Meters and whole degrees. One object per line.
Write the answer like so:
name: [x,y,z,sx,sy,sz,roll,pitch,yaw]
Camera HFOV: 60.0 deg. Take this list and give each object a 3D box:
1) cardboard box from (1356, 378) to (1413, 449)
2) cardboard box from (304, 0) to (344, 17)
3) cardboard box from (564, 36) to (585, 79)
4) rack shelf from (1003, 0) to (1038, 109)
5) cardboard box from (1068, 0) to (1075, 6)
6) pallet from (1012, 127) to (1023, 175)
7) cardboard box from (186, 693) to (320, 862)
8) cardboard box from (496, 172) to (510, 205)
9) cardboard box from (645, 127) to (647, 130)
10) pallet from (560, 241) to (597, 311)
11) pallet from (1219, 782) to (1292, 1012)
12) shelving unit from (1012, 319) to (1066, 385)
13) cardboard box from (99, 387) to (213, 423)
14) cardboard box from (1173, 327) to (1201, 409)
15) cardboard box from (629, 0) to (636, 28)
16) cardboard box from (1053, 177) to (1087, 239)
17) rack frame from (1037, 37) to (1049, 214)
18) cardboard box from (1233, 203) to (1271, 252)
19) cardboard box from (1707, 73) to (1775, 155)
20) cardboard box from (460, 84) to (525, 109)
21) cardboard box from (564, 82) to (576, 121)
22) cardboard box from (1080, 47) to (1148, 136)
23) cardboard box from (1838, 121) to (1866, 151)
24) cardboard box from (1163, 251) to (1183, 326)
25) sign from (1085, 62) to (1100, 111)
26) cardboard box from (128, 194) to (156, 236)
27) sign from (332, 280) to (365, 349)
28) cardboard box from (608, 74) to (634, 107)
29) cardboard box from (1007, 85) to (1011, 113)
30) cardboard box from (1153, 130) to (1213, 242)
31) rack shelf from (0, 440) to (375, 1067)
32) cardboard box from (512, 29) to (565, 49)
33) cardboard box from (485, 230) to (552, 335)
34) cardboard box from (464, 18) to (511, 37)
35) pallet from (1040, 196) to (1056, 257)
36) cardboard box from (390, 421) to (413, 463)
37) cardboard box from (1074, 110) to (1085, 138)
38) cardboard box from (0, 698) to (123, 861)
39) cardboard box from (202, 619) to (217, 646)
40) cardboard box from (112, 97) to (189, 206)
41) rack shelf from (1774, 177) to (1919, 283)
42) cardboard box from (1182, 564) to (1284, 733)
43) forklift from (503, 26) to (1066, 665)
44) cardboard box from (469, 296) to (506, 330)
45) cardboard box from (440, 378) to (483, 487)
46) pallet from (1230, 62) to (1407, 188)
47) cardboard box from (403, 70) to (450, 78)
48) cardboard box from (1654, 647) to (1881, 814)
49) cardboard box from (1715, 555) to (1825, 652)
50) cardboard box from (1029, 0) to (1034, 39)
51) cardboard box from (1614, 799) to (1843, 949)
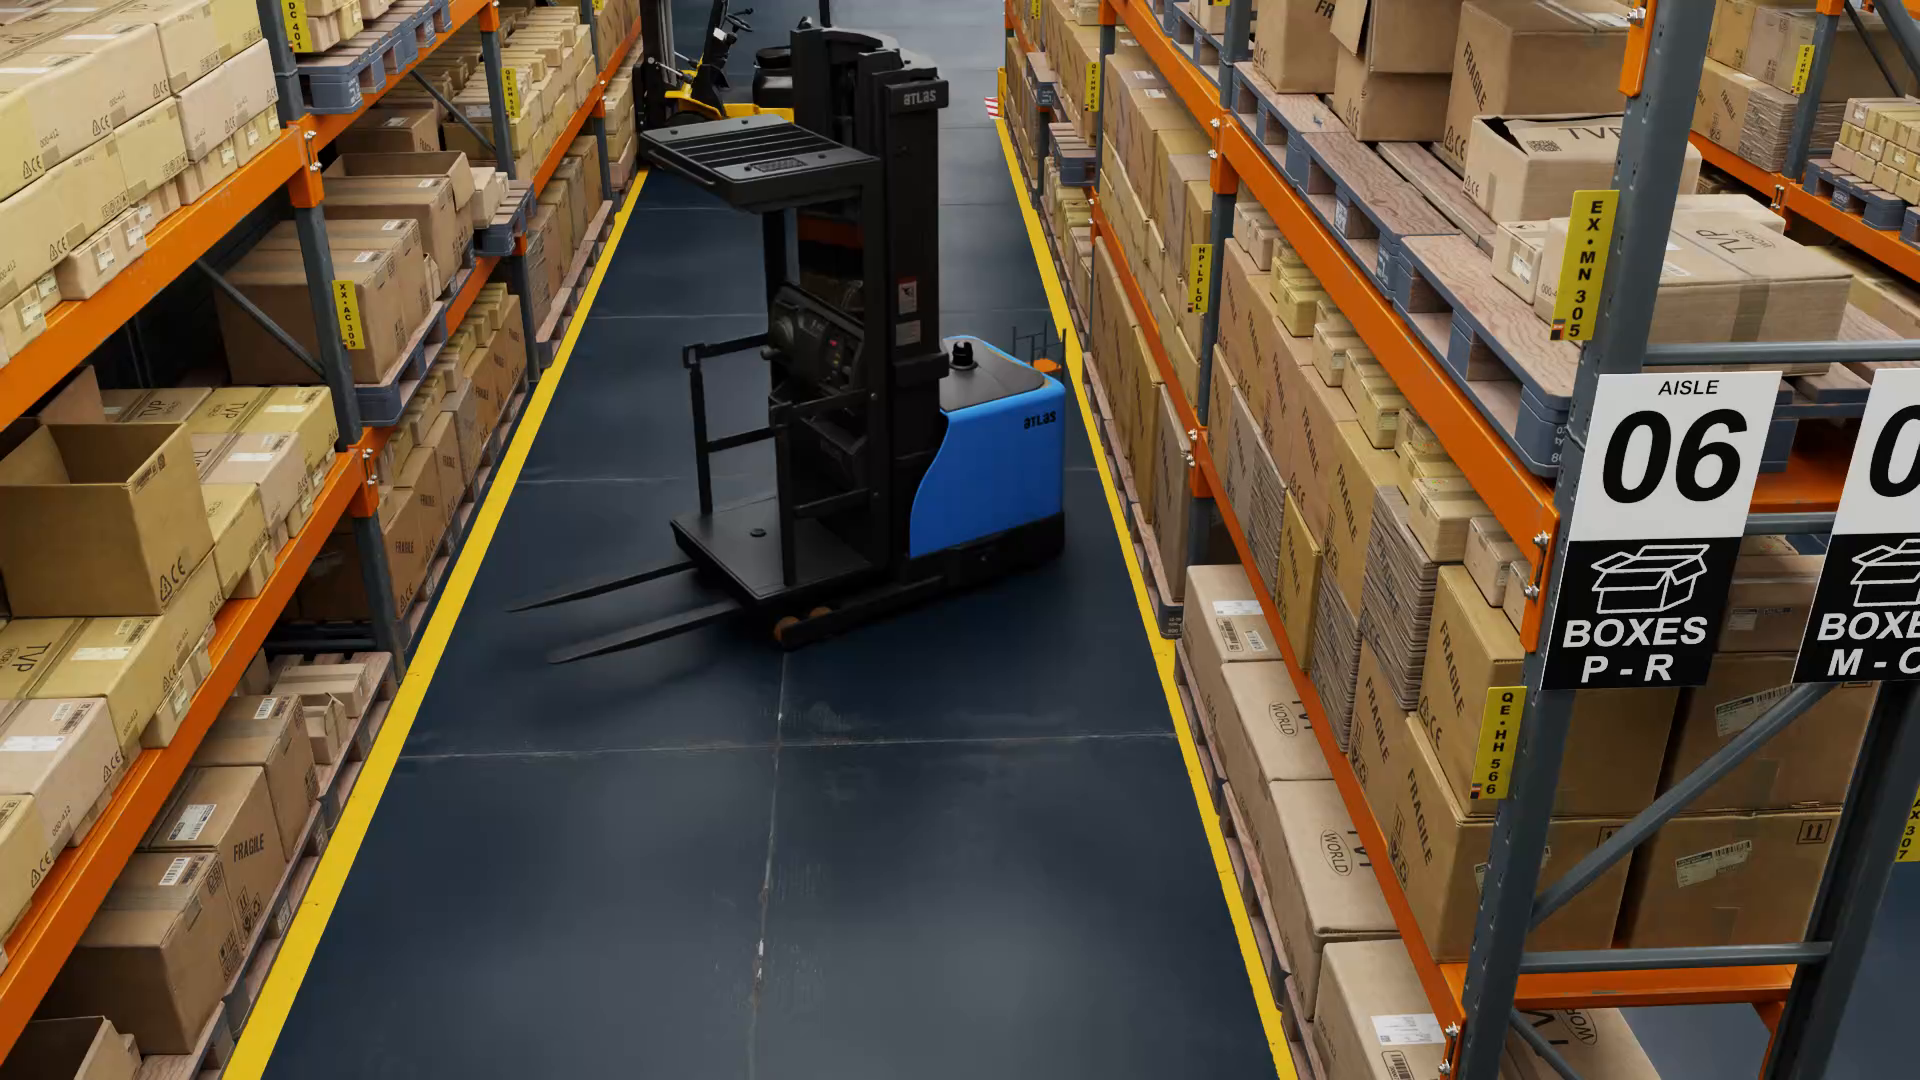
cardboard box: [1.514,-0.416,5.414,0.380,0.149,0.250,-1,28,-1]
cardboard box: [-2.889,-2.347,7.151,0.380,0.149,0.250,-1,28,-1]
cardboard box: [-3.414,-4.009,13.815,0.500,0.250,0.500,-2,28,-4]
rack shelf: [1.123,-5.038,16.945,1.077,0.370,4.000,-1,28,-3]
cardboard box: [1.059,-4.359,13.278,0.380,0.149,0.250,0,28,0]
pallet: [1.091,-4.071,17.328,1.003,0.211,1.213,-1,28,-3]
cardboard box: [-3.100,0.992,6.854,0.700,0.500,0.500,-2,28,-5]
cardboard box: [-3.103,-2.246,10.630,0.380,0.149,0.250,-1,28,-2]
cardboard box: [-3.515,-4.217,17.110,0.500,0.250,0.500,-1,28,-1]
pallet: [-3.585,-2.172,13.686,1.003,0.211,1.213,-1,28,-3]
pallet: [1.674,1.415,6.809,1.003,0.211,1.213,-1,28,-3]
shelving unit: [0.449,-0.682,9.757,0.258,1.200,0.189,-16,32,-29]
cardboard box: [-3.555,-0.448,7.206,0.500,0.250,0.500,-2,28,-3]
cardboard box: [1.370,-0.874,8.344,0.500,0.250,0.500,-2,28,-4]
cardboard box: [-3.605,-5.506,16.956,0.500,0.500,0.500,-2,28,-4]
cardboard box: [1.299,-2.881,14.417,0.950,0.372,0.625,0,28,1]
rack frame: [1.228,-4.434,15.007,1.000,3.000,0.127,-1,28,-3]
cardboard box: [1.403,-1.363,7.228,0.380,0.149,0.250,-2,28,-3]
cardboard box: [6.058,-3.229,12.589,0.500,0.500,0.500,-1,28,-3]
cardboard box: [-3.258,-3.074,11.592,0.380,0.149,0.250,-1,28,-2]
cardboard box: [-3.414,-3.557,13.489,0.500,0.250,0.500,-1,28,-2]
cardboard box: [1.135,-3.152,11.666,0.500,0.500,0.500,-2,28,-4]
cardboard box: [6.200,-2.731,11.239,0.380,0.149,0.250,0,28,0]
cardboard box: [1.346,-1.323,8.664,0.500,0.250,0.500,-1,28,-1]
sign: [0.895,-3.047,11.183,0.100,0.325,0.005,-1,28,-3]
cardboard box: [-2.970,-1.086,5.617,0.380,0.149,0.250,-1,28,-2]
sign: [-2.770,-1.018,7.522,0.100,0.325,0.005,-1,28,-3]
cardboard box: [-3.495,-4.419,16.418,0.500,0.250,0.500,0,28,-1]
cardboard box: [0.785,-4.869,18.361,0.500,0.250,0.500,-2,28,-3]
cardboard box: [1.330,-1.901,8.961,0.500,0.500,0.500,-1,28,-1]
rack shelf: [-3.207,0.625,6.086,1.077,0.370,4.000,-1,28,-3]
cardboard box: [-3.400,-4.018,13.401,0.380,0.149,0.250,-2,28,-4]
cardboard box: [-3.539,-1.887,12.237,0.875,0.625,0.625,-1,28,-1]
cardboard box: [-3.951,-4.236,13.819,0.380,0.149,0.250,-1,28,-3]
pallet: [1.270,-2.838,14.963,1.003,0.211,1.213,-1,28,-3]
cardboard box: [-3.208,-0.526,9.062,0.380,0.149,0.250,-2,28,-4]
cardboard box: [1.041,-3.044,12.161,0.380,0.149,0.250,-2,28,-3]
cardboard box: [-2.883,0.715,4.975,0.500,0.250,0.500,-1,28,-2]
cardboard box: [-2.979,0.348,6.111,0.380,0.149,0.250,-1,28,-3]
cardboard box: [-2.983,-1.320,5.634,0.500,0.250,0.500,-1,28,-2]
rack shelf: [6.479,-1.510,10.180,1.077,0.370,4.000,-1,28,-3]
cardboard box: [1.571,0.503,7.858,0.875,0.438,0.875,-2,28,-3]
forklift: [-0.919,-1.010,8.516,3.031,2.935,1.130,-17,32,-29]
cardboard box: [-3.196,-1.483,10.898,0.380,0.149,0.250,-3,28,-5]
cardboard box: [-3.192,-0.640,9.983,0.500,0.500,0.500,-2,28,-4]
pallet: [1.678,-1.652,6.526,1.003,0.211,1.213,-1,28,-3]
cardboard box: [-3.899,-3.293,12.011,0.380,0.149,0.250,-2,28,-4]
cardboard box: [2.114,0.392,4.566,0.500,0.500,0.500,-2,28,-4]
cardboard box: [2.112,0.162,4.305,0.380,0.149,0.250,-1,28,-2]
cardboard box: [0.923,-5.047,15.753,0.500,0.500,0.500,0,28,-1]
cardboard box: [2.116,0.835,4.797,0.500,0.500,0.500,-2,28,-3]
